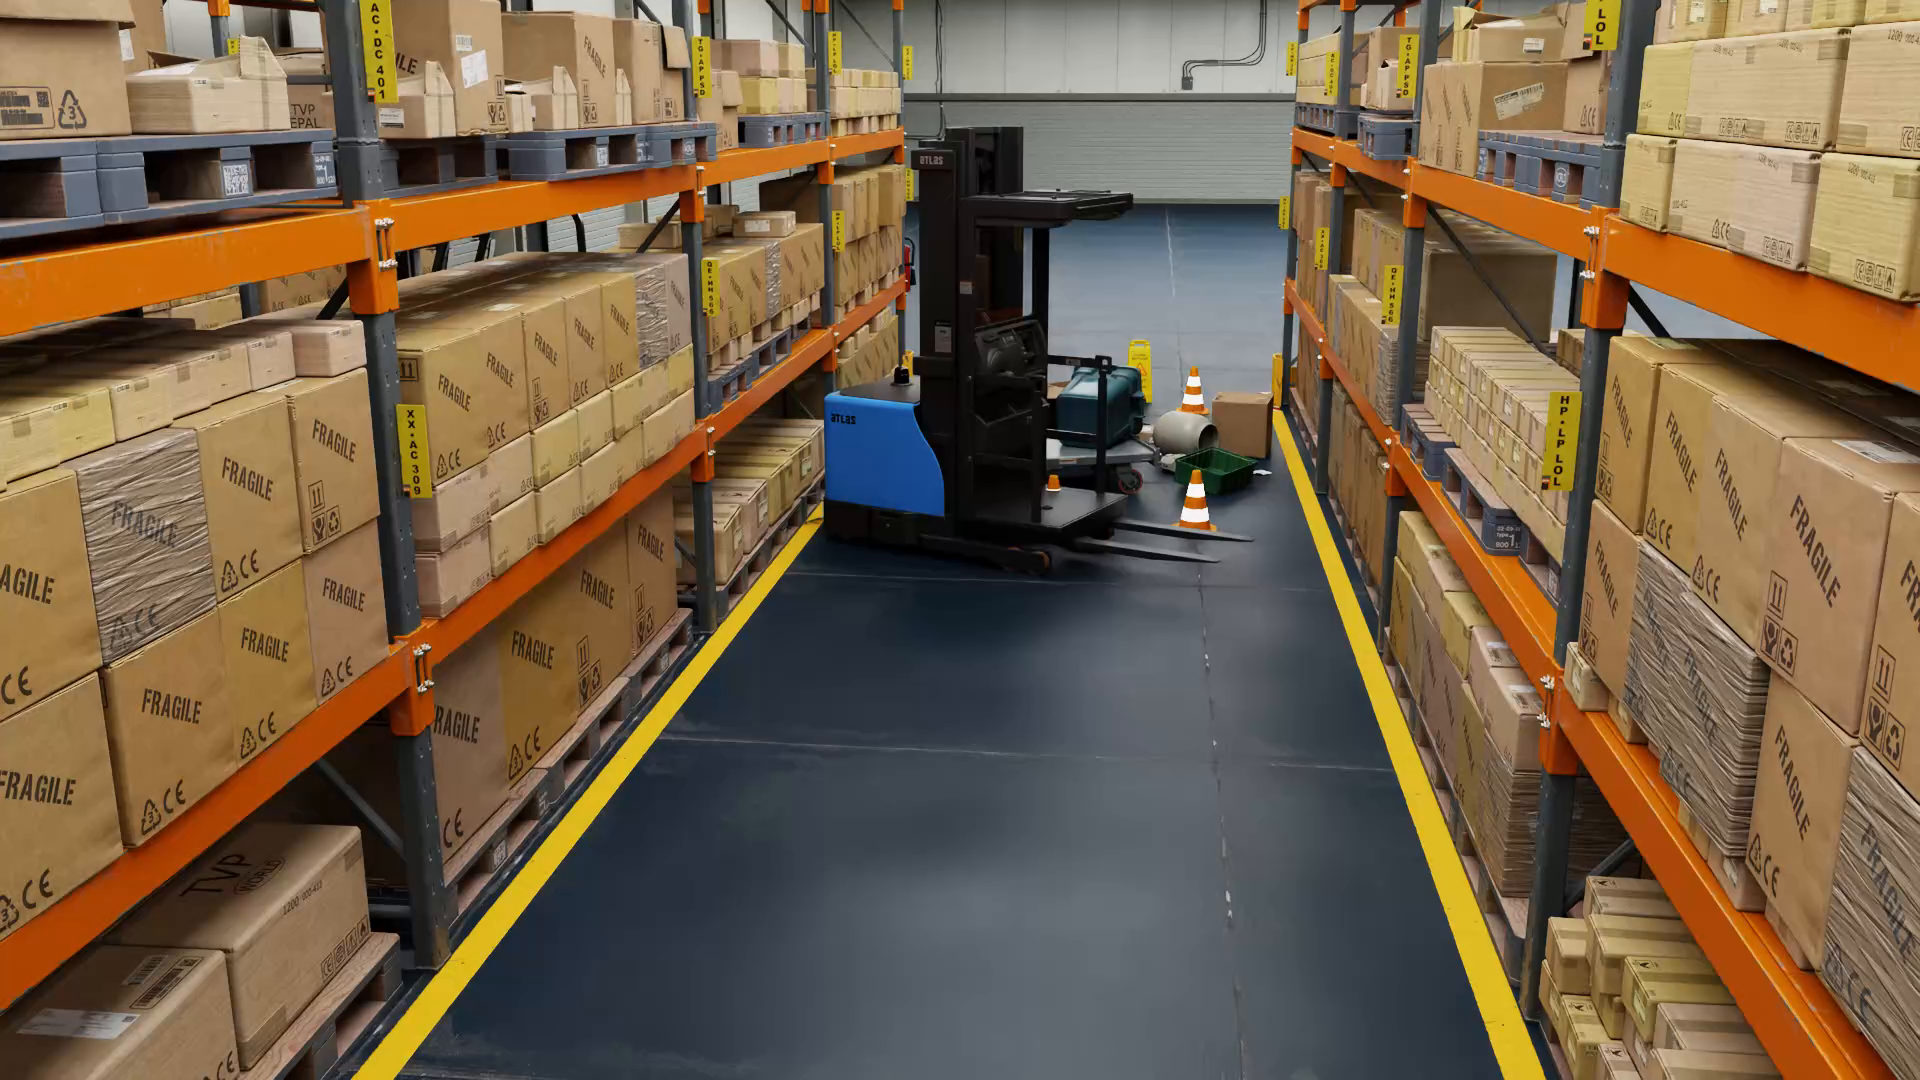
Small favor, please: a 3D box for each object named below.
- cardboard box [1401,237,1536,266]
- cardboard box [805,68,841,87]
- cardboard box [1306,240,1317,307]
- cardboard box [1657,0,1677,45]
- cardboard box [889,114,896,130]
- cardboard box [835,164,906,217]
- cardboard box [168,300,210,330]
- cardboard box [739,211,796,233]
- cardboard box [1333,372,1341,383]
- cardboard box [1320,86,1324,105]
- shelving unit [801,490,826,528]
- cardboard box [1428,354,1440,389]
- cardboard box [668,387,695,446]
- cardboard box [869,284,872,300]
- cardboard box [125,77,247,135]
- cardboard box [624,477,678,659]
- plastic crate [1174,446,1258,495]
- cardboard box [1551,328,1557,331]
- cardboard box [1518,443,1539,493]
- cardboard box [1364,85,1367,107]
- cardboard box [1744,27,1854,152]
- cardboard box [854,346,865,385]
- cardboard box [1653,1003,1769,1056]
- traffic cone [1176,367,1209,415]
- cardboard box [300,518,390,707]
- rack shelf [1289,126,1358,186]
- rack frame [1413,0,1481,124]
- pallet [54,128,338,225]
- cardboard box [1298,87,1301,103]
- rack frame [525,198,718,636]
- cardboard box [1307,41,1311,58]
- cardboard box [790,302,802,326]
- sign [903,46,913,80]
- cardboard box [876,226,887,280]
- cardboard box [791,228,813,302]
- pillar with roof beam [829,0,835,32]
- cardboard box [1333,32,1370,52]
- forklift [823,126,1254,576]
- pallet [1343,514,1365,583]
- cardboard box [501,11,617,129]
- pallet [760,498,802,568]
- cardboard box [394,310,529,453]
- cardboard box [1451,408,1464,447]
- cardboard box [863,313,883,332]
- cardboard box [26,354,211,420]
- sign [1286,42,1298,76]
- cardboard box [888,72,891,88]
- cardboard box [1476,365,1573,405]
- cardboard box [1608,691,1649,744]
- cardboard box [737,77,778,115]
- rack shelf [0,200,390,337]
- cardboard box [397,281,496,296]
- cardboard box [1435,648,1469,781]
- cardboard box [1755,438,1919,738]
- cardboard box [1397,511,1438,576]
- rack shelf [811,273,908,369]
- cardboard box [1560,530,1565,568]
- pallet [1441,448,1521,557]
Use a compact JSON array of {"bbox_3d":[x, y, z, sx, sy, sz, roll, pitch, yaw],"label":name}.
[{"bbox_3d":[3.064,-1.561,10.080,0.700,0.500,0.500,1,15,5],"label":"cardboard box"},{"bbox_3d":[-1.171,-3.723,13.391,0.380,0.149,0.250,1,15,5],"label":"cardboard box"},{"bbox_3d":[3.607,-2.409,15.035,0.875,0.550,0.500,2,15,6],"label":"cardboard box"},{"bbox_3d":[2.223,-1.486,4.730,0.380,0.149,0.250,1,15,5],"label":"cardboard box"},{"bbox_3d":[-0.837,-4.137,16.451,0.380,0.149,0.250,2,15,7],"label":"cardboard box"},{"bbox_3d":[-0.920,-3.512,16.728,0.700,0.500,0.500,1,15,5],"label":"cardboard box"},{"bbox_3d":[-6.311,-1.743,13.150,0.500,0.250,0.500,2,15,6],"label":"cardboard box"},{"bbox_3d":[-1.423,-2.342,12.266,0.380,0.149,0.250,1,15,5],"label":"cardboard box"},{"bbox_3d":[3.540,-1.158,13.964,0.875,0.875,0.875,2,15,7],"label":"cardboard box"},{"bbox_3d":[3.208,-3.700,13.838,0.380,0.149,0.250,2,15,6],"label":"cardboard box"},{"bbox_3d":[-0.832,-0.296,12.826,0.258,0.210,0.900,11,18,35],"label":"shelving unit"},{"bbox_3d":[2.694,-0.888,8.806,0.380,0.149,0.250,2,15,9],"label":"cardboard box"},{"bbox_3d":[-1.781,-0.691,9.257,0.500,0.250,0.500,1,15,4],"label":"cardboard box"},{"bbox_3d":[-1.022,-2.288,15.358,0.380,0.149,0.250,2,15,6],"label":"cardboard box"},{"bbox_3d":[-2.217,-1.199,4.587,0.380,0.149,0.250,2,15,8],"label":"cardboard box"},{"bbox_3d":[-2.142,0.098,9.320,0.875,0.875,0.875,2,15,6],"label":"cardboard box"},{"bbox_3d":[2.117,-0.574,13.814,0.450,0.188,0.662,22,25,31],"label":"plastic crate"},{"bbox_3d":[3.321,-1.071,10.185,0.500,0.500,0.500,2,15,6],"label":"cardboard box"},{"bbox_3d":[2.431,-0.283,6.568,0.380,0.149,0.250,1,15,4],"label":"cardboard box"},{"bbox_3d":[2.983,-3.042,11.403,0.380,0.149,0.250,2,15,6],"label":"cardboard box"},{"bbox_3d":[2.072,-0.985,3.641,0.500,0.250,0.500,2,15,7],"label":"cardboard box"},{"bbox_3d":[-1.147,-1.461,14.845,0.500,0.500,0.500,2,15,9],"label":"cardboard box"},{"bbox_3d":[2.176,1.430,4.646,0.380,0.149,0.250,1,15,5],"label":"cardboard box"},{"bbox_3d":[2.380,-1.537,16.958,0.336,0.463,0.334,2,15,6],"label":"traffic cone"},{"bbox_3d":[-2.232,0.215,5.429,0.500,0.500,0.500,2,15,7],"label":"cardboard box"},{"bbox_3d":[3.625,-3.439,14.766,1.077,0.370,4.000,2,15,6],"label":"rack shelf"},{"bbox_3d":[2.948,-3.678,8.526,1.000,3.000,0.127,2,15,6],"label":"rack frame"},{"bbox_3d":[-2.536,-1.058,4.751,1.003,0.211,1.213,2,15,6],"label":"pallet"},{"bbox_3d":[3.465,-4.289,16.017,0.380,0.149,0.250,2,15,7],"label":"cardboard box"},{"bbox_3d":[-1.982,-0.902,9.751,1.000,3.000,0.127,2,15,6],"label":"rack frame"},{"bbox_3d":[3.381,-4.479,15.191,0.380,0.149,0.250,1,15,5],"label":"cardboard box"},{"bbox_3d":[-1.380,-1.677,12.295,0.380,0.149,0.250,2,15,7],"label":"cardboard box"},{"bbox_3d":[-0.530,-4.831,16.838,0.100,0.325,0.005,2,15,6],"label":"sign"},{"bbox_3d":[-0.988,-2.760,15.863,0.500,0.500,0.500,2,15,6],"label":"cardboard box"},{"bbox_3d":[-1.409,-2.079,12.537,0.500,0.500,0.500,2,15,7],"label":"cardboard box"},{"bbox_3d":[0.677,-13.518,44.915,9.100,9.000,0.400,2,15,6],"label":"pillar with roof beam"},{"bbox_3d":[3.124,-3.887,13.000,0.380,0.149,0.250,2,15,6],"label":"cardboard box"},{"bbox_3d":[0.535,-1.332,11.473,3.031,2.935,1.130,9,17,29],"label":"forklift"},{"bbox_3d":[3.252,0.046,11.588,1.003,0.211,1.213,2,15,6],"label":"pallet"},{"bbox_3d":[-1.893,-2.135,7.569,0.500,0.500,0.500,2,15,7],"label":"cardboard box"},{"bbox_3d":[-1.752,-0.074,12.031,1.003,0.211,1.213,2,15,6],"label":"pallet"},{"bbox_3d":[-2.068,-0.634,6.652,0.500,0.500,0.500,2,15,6],"label":"cardboard box"},{"bbox_3d":[2.608,-0.544,8.104,0.380,0.149,0.250,2,15,9],"label":"cardboard box"},{"bbox_3d":[-0.948,-2.081,15.896,0.380,0.149,0.250,2,15,9],"label":"cardboard box"},{"bbox_3d":[-2.338,-0.424,4.632,0.380,0.149,0.250,2,15,6],"label":"cardboard box"},{"bbox_3d":[3.300,-4.783,16.532,0.100,0.325,0.005,2,15,6],"label":"sign"},{"bbox_3d":[-0.891,-4.526,16.362,0.380,0.149,0.250,2,15,7],"label":"cardboard box"},{"bbox_3d":[2.557,-0.696,7.526,0.380,0.149,0.250,2,15,8],"label":"cardboard box"},{"bbox_3d":[2.184,0.509,5.013,0.380,0.149,0.250,2,15,8],"label":"cardboard box"},{"bbox_3d":[-1.573,-3.099,11.611,0.500,0.250,0.500,2,15,7],"label":"cardboard box"},{"bbox_3d":[-2.659,-0.446,3.698,1.077,0.370,4.000,2,15,6],"label":"rack shelf"},{"bbox_3d":[-2.461,-0.919,7.706,0.500,0.500,0.500,2,15,7],"label":"cardboard box"},{"bbox_3d":[2.450,0.794,7.464,0.500,0.500,0.500,1,15,5],"label":"cardboard box"},{"bbox_3d":[2.013,0.088,3.412,0.500,0.500,0.500,1,15,4],"label":"cardboard box"},{"bbox_3d":[2.630,0.031,8.847,0.500,0.250,0.500,1,15,4],"label":"cardboard box"},{"bbox_3d":[-1.305,-2.111,15.600,1.077,0.370,4.000,2,15,6],"label":"rack shelf"},{"bbox_3d":[2.345,0.065,5.852,0.380,0.149,0.250,1,15,5],"label":"cardboard box"},{"bbox_3d":[2.765,-0.175,7.431,1.003,0.211,1.213,2,15,6],"label":"pallet"}]
